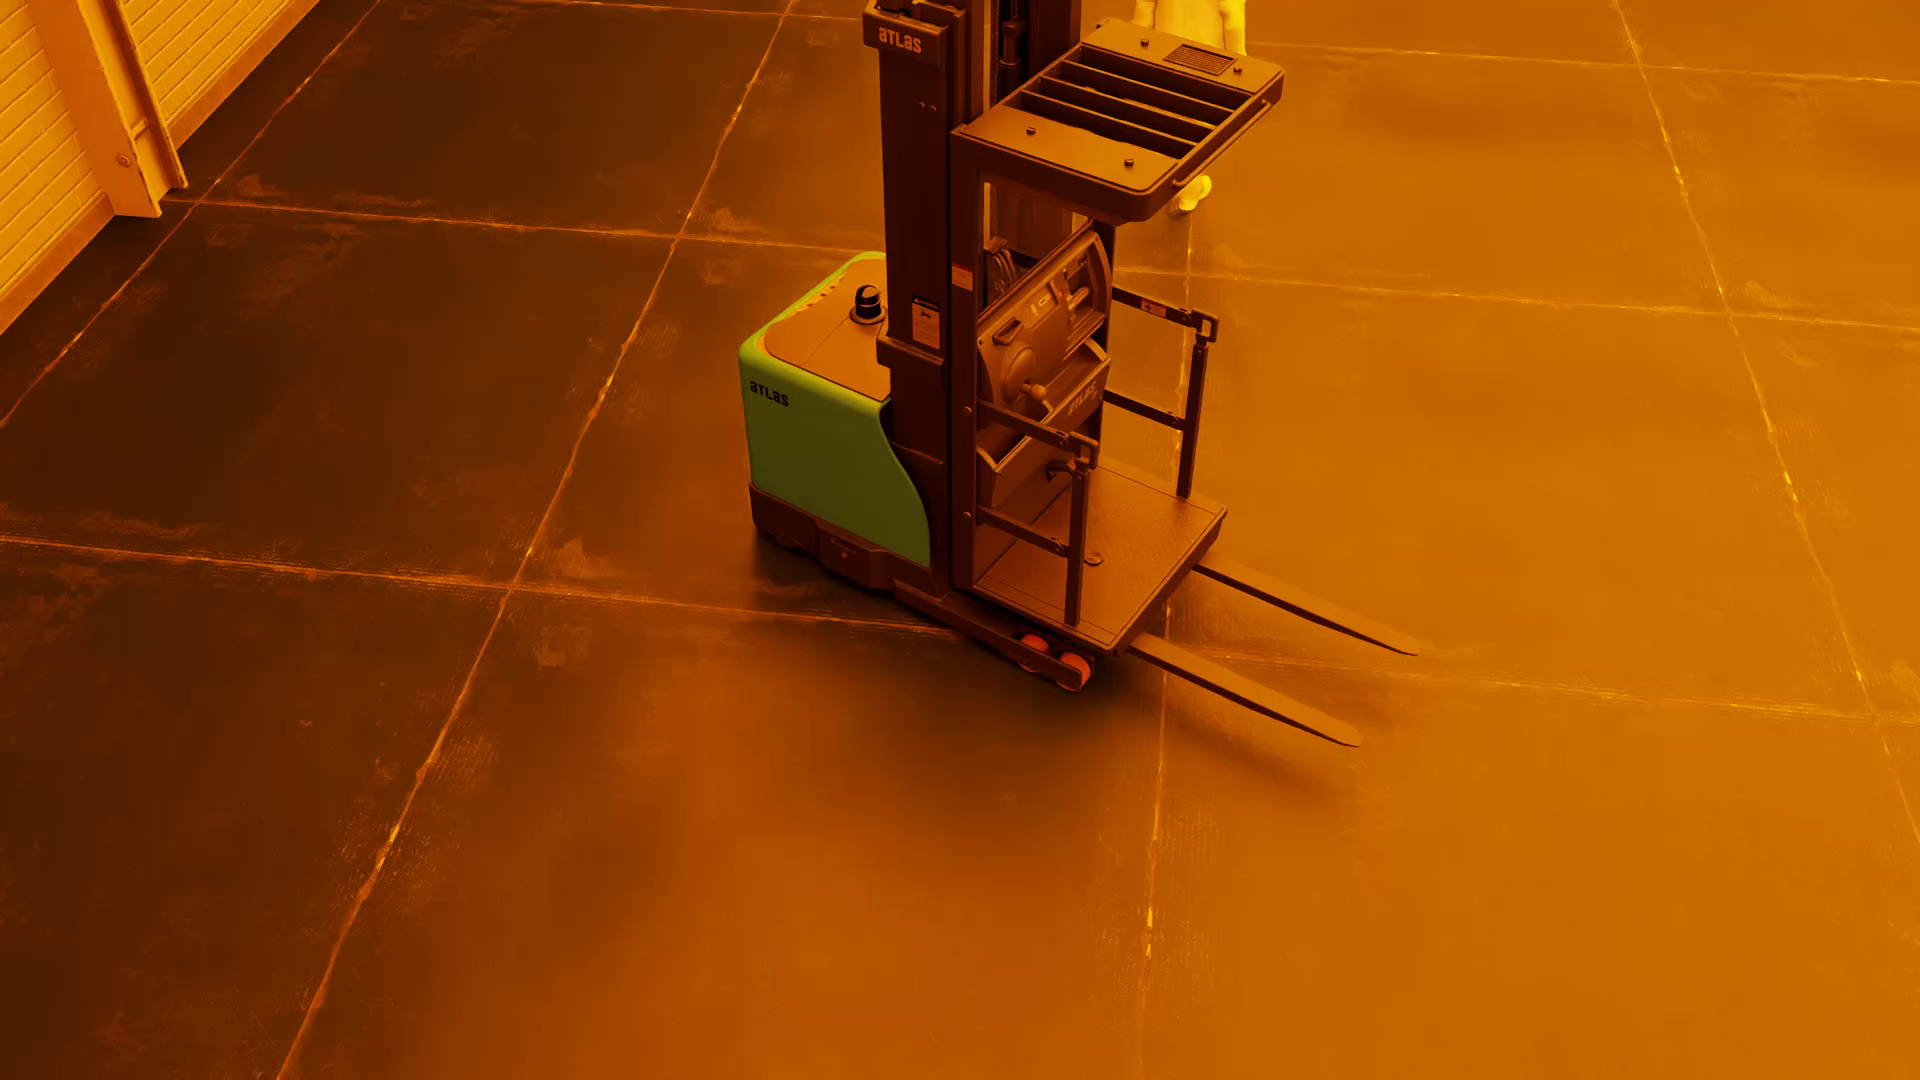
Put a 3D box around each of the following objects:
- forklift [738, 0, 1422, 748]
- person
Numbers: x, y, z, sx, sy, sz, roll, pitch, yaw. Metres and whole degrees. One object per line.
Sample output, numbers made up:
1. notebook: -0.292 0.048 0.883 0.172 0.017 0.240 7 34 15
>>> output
1. forklift: 0.523 -0.843 6.641 3.031 2.935 1.130 24 48 24
2. person: 1.343 -2.814 9.668 0.663 1.795 0.518 17 45 18
